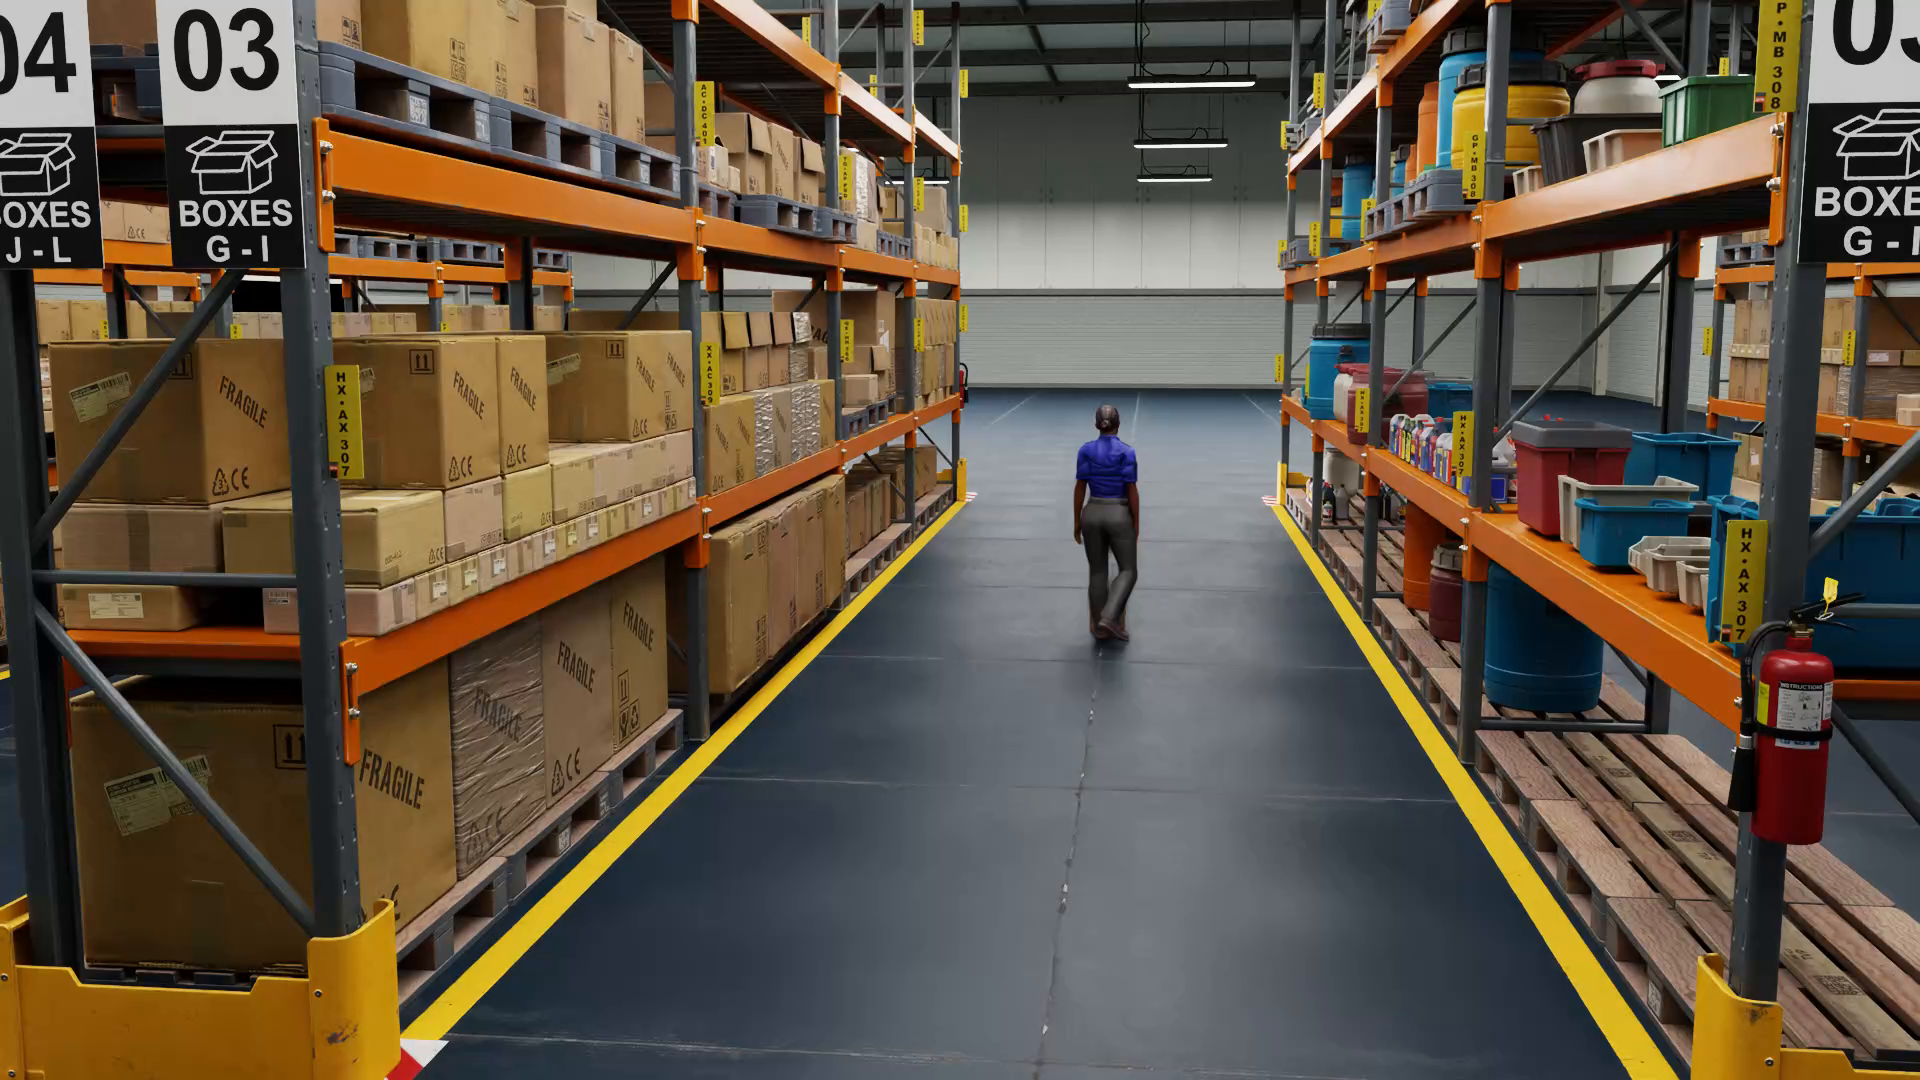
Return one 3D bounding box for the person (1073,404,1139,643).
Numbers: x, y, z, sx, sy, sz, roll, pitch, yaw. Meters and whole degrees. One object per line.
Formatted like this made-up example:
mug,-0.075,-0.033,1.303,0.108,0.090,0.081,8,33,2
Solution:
person,1.013,-0.118,11.578,0.462,1.652,0.585,3,8,23
